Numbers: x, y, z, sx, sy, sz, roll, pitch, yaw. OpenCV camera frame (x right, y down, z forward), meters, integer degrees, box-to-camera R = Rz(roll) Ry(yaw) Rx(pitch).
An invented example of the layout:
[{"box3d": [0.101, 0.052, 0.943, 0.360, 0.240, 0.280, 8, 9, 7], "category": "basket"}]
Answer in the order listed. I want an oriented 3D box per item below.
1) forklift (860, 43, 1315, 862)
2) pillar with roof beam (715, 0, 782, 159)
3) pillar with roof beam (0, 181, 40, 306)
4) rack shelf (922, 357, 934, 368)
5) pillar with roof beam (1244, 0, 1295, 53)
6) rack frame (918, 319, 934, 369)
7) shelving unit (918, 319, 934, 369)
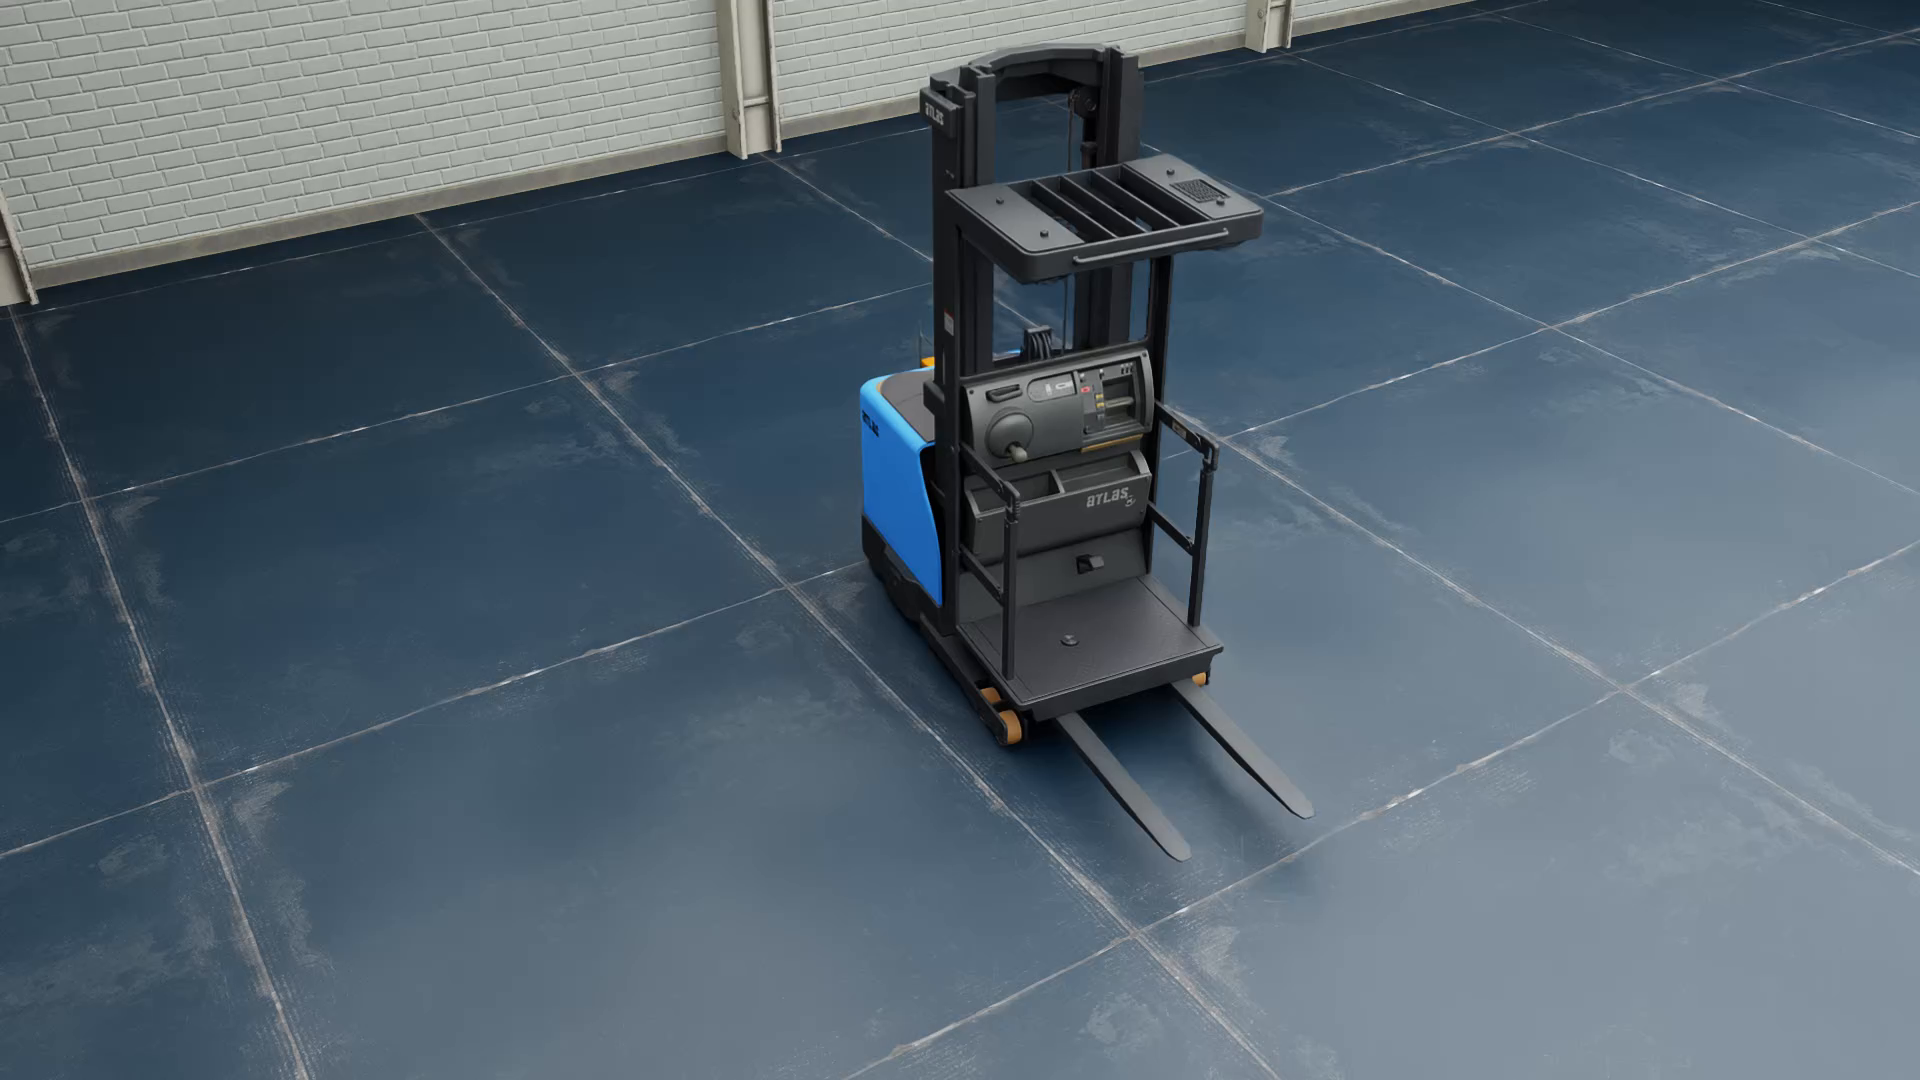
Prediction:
[{"box3d": [0.553, -0.550, 7.375, 1.130, 2.935, 3.031, -14, 35, -21], "category": "forklift"}, {"box3d": [0.511, -5.324, 9.255, 0.400, 9.000, 9.100, -19, 37, -27], "category": "pillar with roof beam"}, {"box3d": [-4.532, -3.590, 6.506, 0.400, 9.000, 9.100, -19, 37, -27], "category": "pillar with roof beam"}, {"box3d": [-0.084, -0.903, 8.965, 0.180, 0.103, 0.258, -15, 35, -22], "category": "rack shelf"}, {"box3d": [5.554, -7.058, 12.005, 0.400, 9.000, 9.100, -19, 37, -27], "category": "pillar with roof beam"}, {"box3d": [-0.166, -0.614, 9.099, 0.006, 1.200, 0.240, -15, 35, -22], "category": "rack frame"}, {"box3d": [-0.084, -0.636, 9.134, 0.189, 1.200, 0.258, -15, 35, -22], "category": "shelving unit"}]
